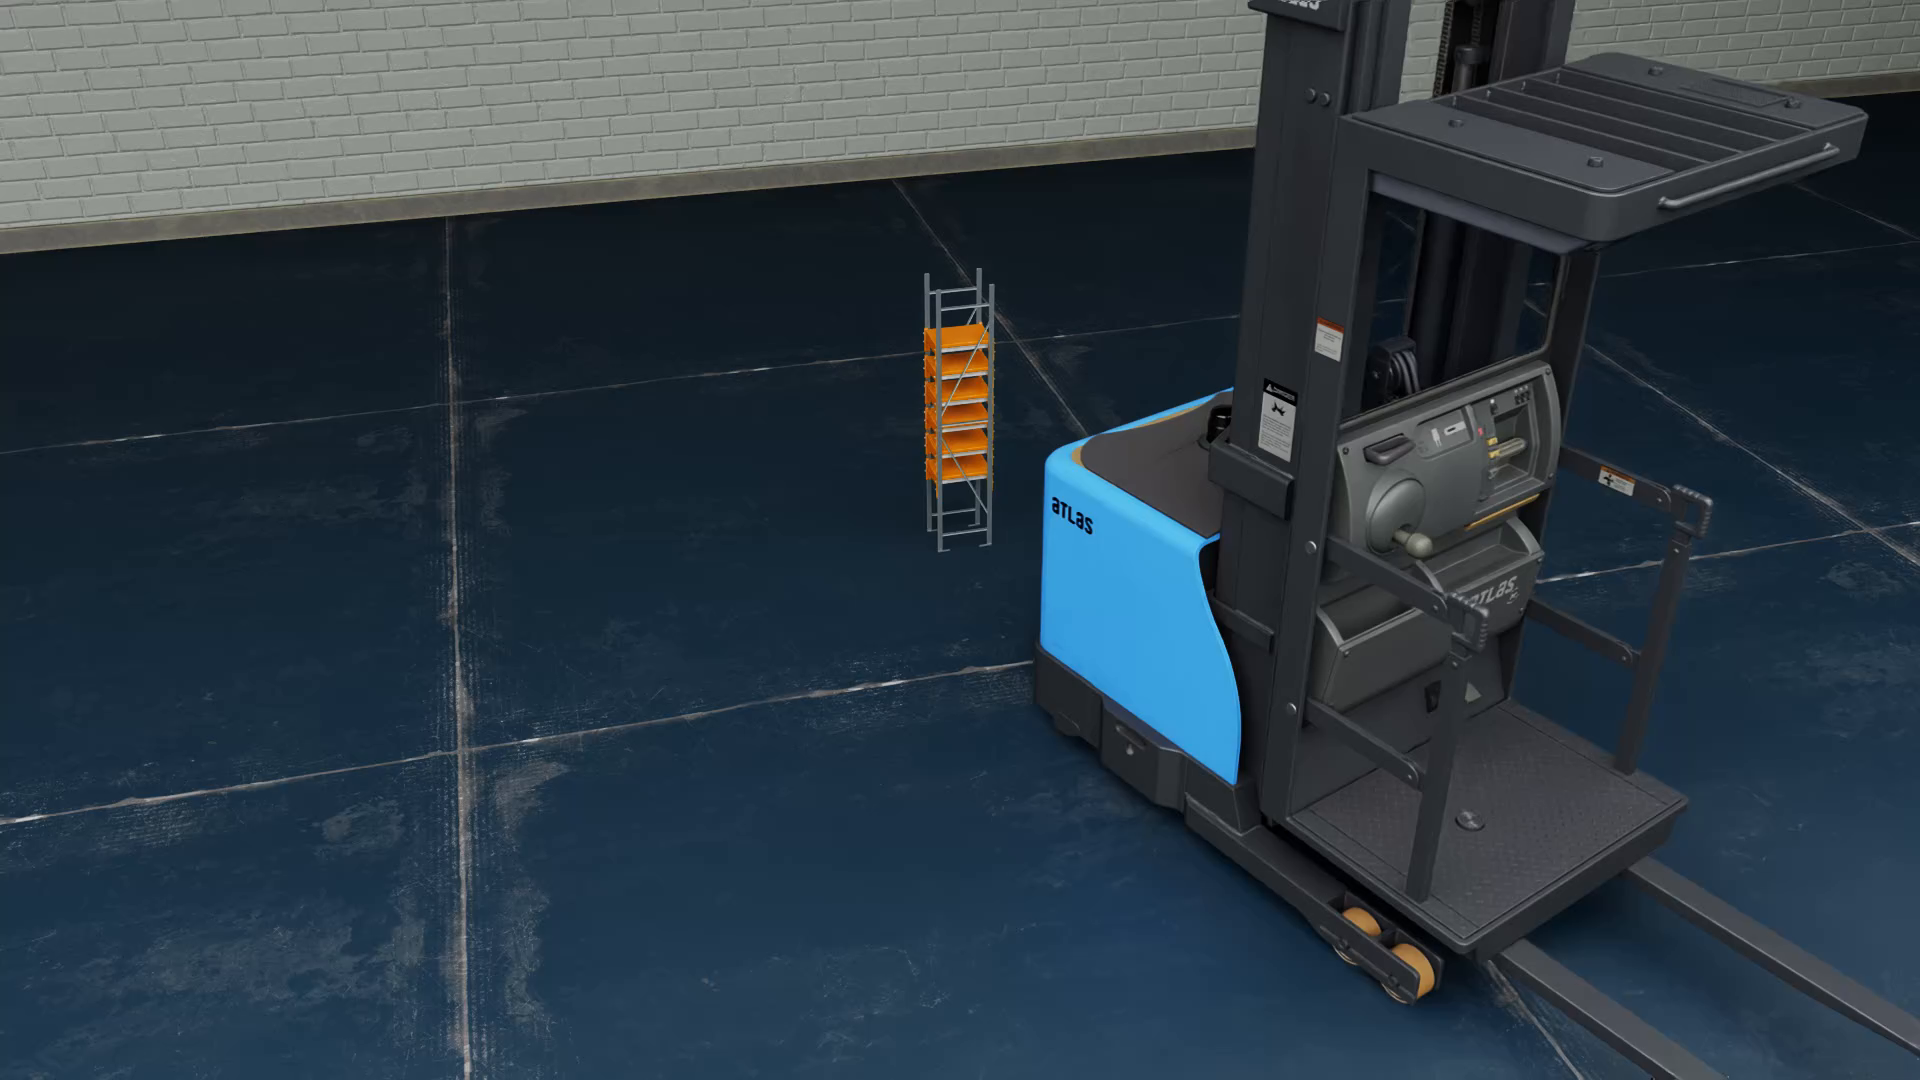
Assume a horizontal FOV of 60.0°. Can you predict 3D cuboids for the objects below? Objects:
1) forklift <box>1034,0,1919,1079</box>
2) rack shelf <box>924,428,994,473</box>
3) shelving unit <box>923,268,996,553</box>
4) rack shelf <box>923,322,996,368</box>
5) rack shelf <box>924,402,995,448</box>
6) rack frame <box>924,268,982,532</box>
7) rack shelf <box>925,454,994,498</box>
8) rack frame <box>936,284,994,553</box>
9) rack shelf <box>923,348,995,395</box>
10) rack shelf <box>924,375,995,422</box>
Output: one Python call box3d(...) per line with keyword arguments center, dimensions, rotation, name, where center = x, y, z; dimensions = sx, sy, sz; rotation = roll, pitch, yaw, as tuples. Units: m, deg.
box3d(center=(1.547, -0.187, 4.648), dimensions=(1.130, 2.935, 3.031), rotation=(-20, 36, -31), name="forklift")
box3d(center=(-0.004, -0.384, 7.044), dimensions=(0.258, 0.103, 0.180), rotation=(-8, 31, -13), name="rack shelf")
box3d(center=(-0.004, -0.526, 6.962), dimensions=(0.258, 1.200, 0.189), rotation=(-8, 31, -13), name="shelving unit")
box3d(center=(-0.004, -0.799, 6.803), dimensions=(0.258, 0.103, 0.180), rotation=(-8, 31, -13), name="rack shelf")
box3d(center=(-0.004, -0.488, 6.984), dimensions=(0.258, 0.103, 0.180), rotation=(-8, 31, -13), name="rack shelf")
box3d(center=(-0.028, -0.570, 7.038), dimensions=(0.240, 1.200, 0.006), rotation=(-8, 31, -13), name="rack frame")
box3d(center=(-0.004, -0.280, 7.104), dimensions=(0.258, 0.103, 0.180), rotation=(-8, 31, -13), name="rack shelf")
box3d(center=(0.020, -0.482, 6.885), dimensions=(0.240, 1.200, 0.006), rotation=(-8, 31, -13), name="rack frame")
box3d(center=(-0.004, -0.696, 6.864), dimensions=(0.258, 0.103, 0.180), rotation=(-8, 31, -13), name="rack shelf")
box3d(center=(-0.004, -0.592, 6.924), dimensions=(0.258, 0.103, 0.180), rotation=(-8, 31, -13), name="rack shelf")
